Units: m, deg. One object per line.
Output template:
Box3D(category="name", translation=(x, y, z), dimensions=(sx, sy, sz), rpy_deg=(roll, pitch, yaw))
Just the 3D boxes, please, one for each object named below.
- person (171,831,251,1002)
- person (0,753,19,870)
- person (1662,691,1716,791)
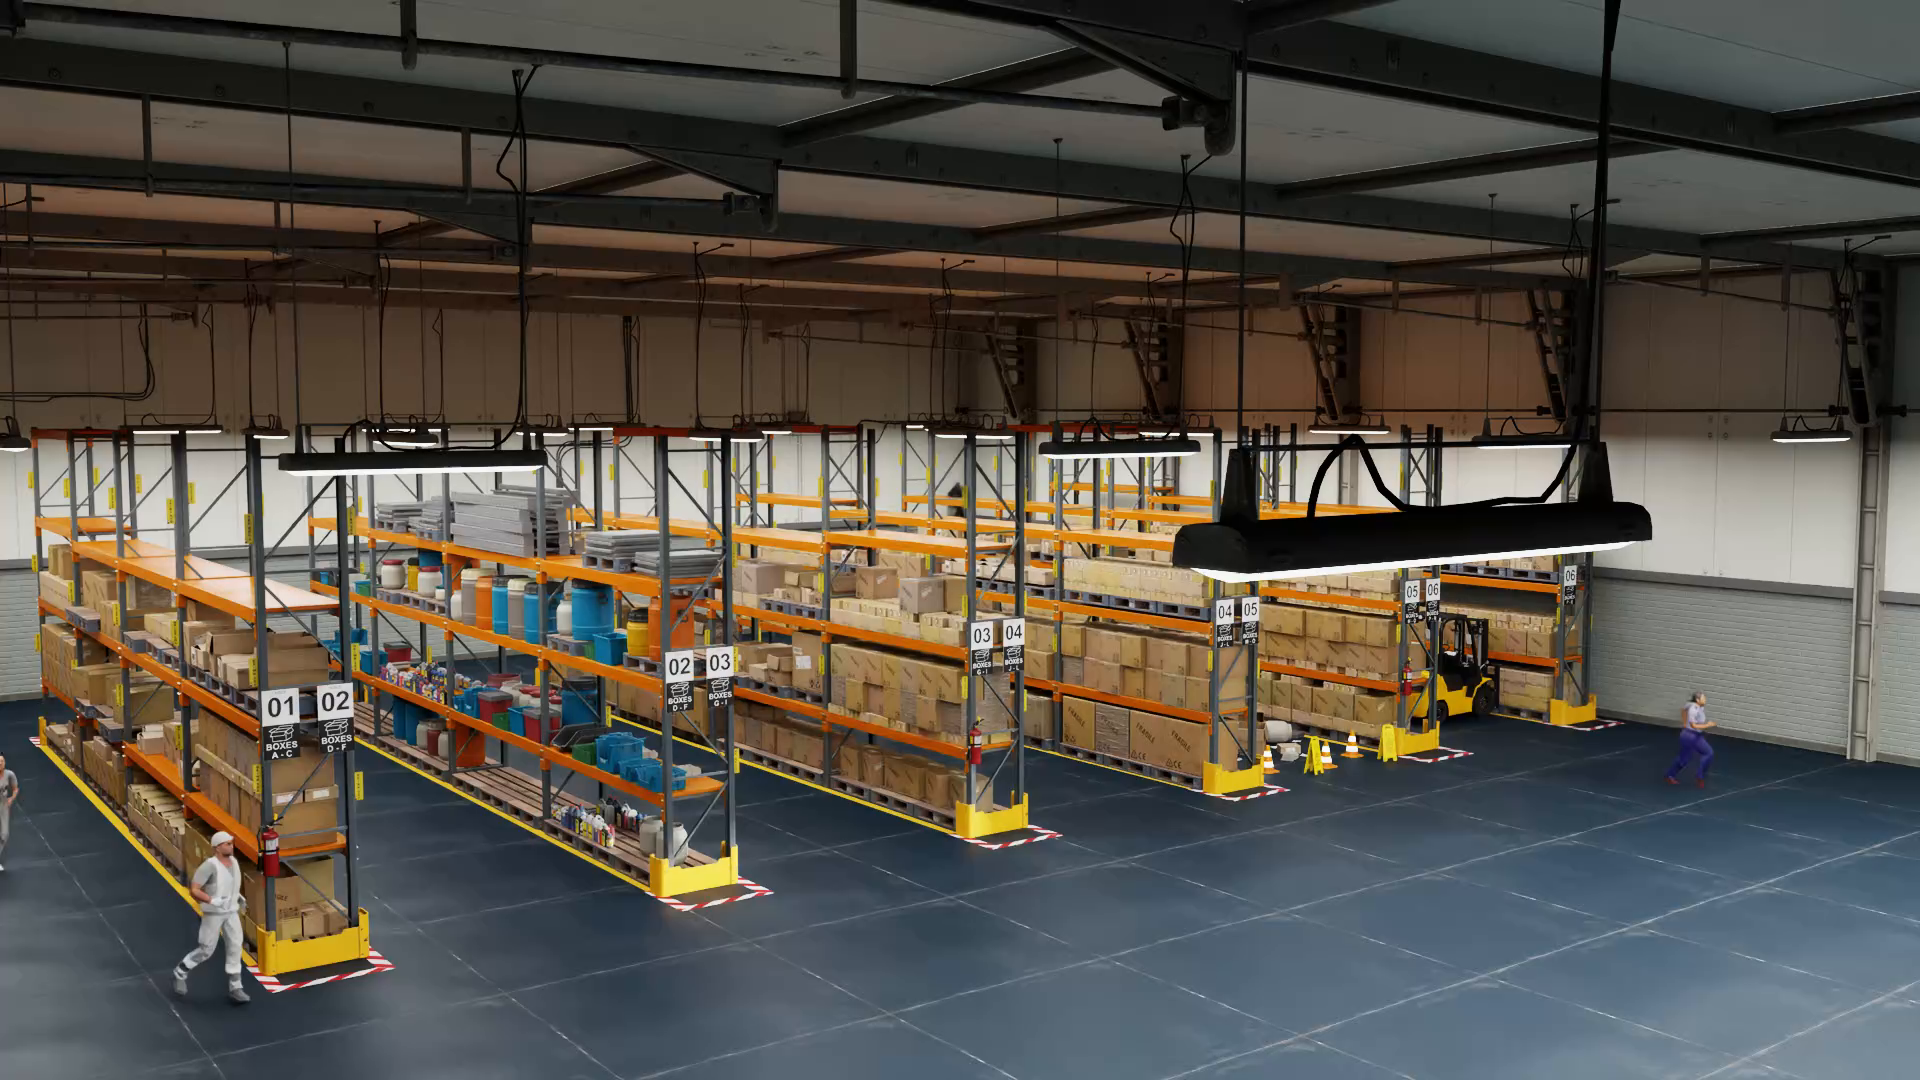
Box3D(category="person", translation=(-7.951, 4.024, 17.943), dimensions=(0.986, 1.753, 0.716), rpy_deg=(2, 5, 22))
Box3D(category="person", translation=(-13.330, 3.739, 22.968), dimensions=(0.599, 1.620, 0.662), rpy_deg=(-4, 6, -45))
Box3D(category="person", translation=(12.182, 3.433, 27.765), dimensions=(0.817, 1.494, 0.627), rpy_deg=(3, 5, 33))
